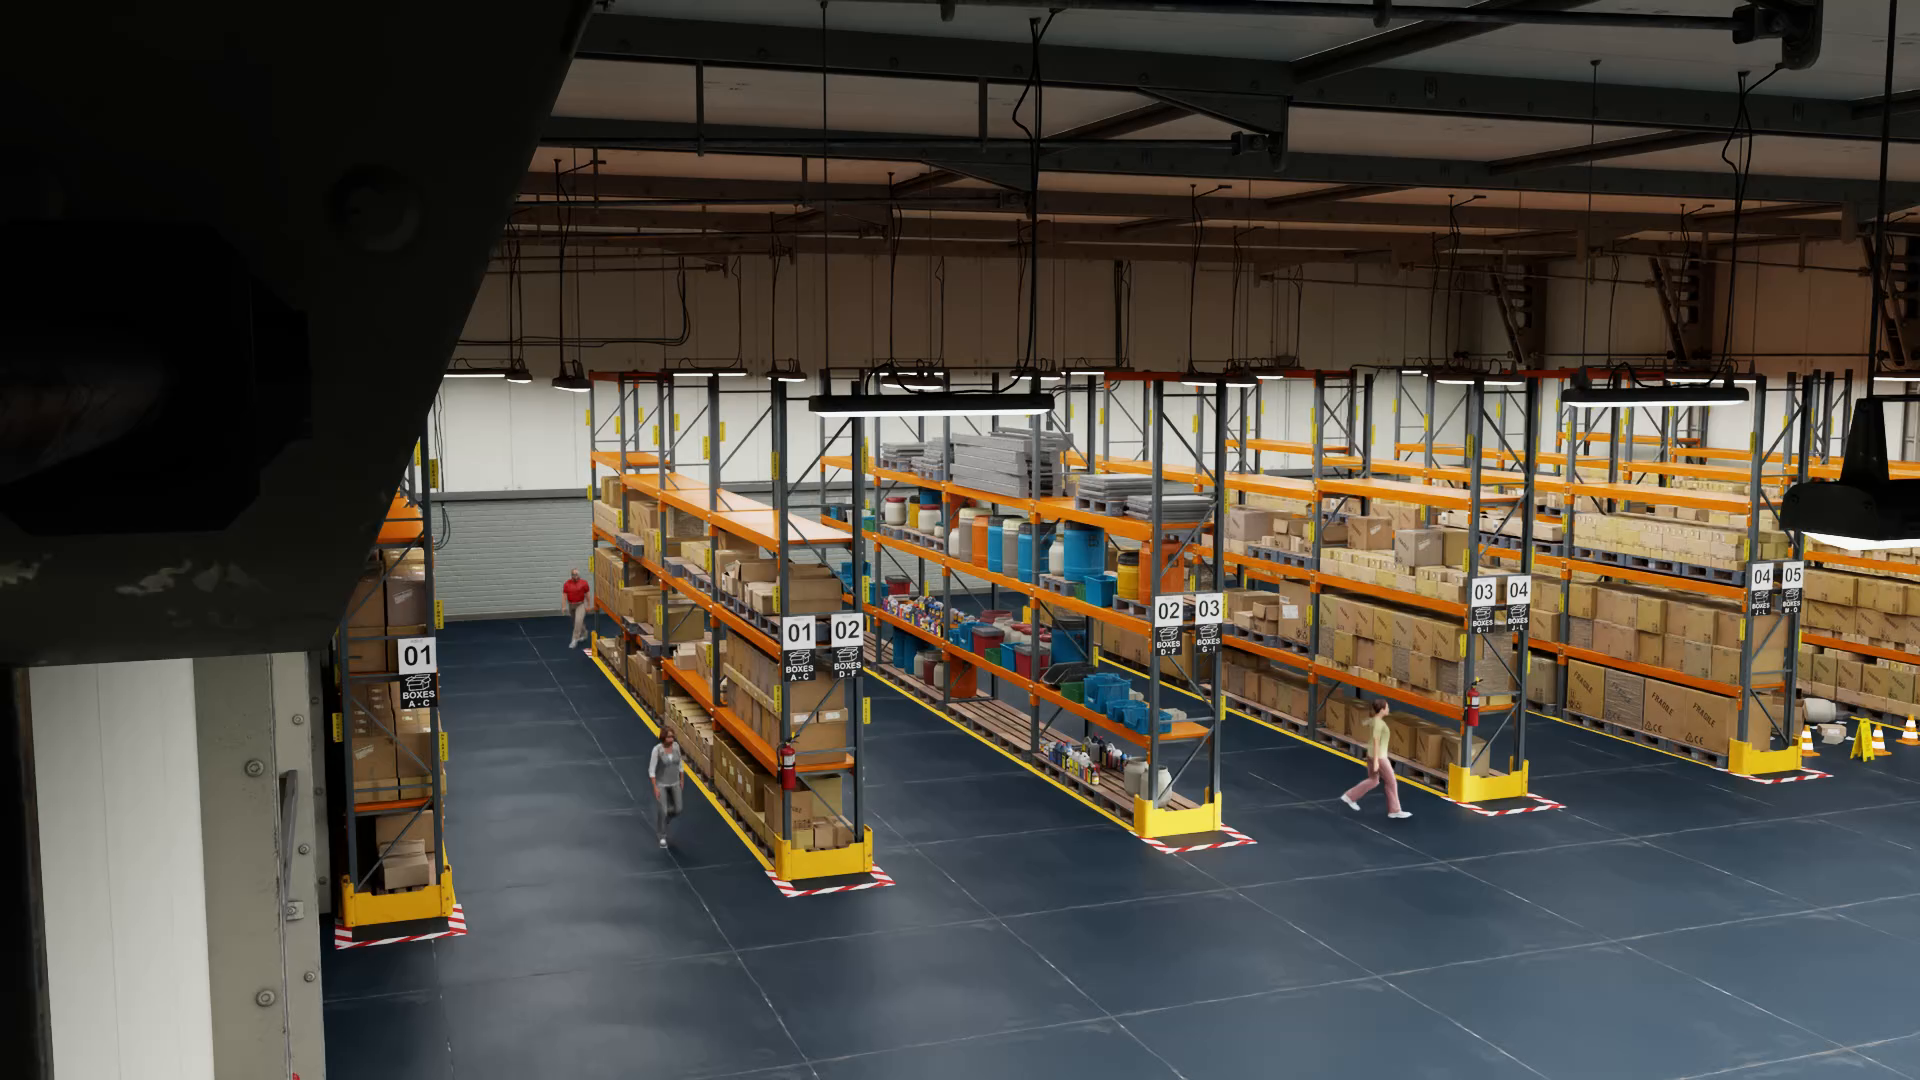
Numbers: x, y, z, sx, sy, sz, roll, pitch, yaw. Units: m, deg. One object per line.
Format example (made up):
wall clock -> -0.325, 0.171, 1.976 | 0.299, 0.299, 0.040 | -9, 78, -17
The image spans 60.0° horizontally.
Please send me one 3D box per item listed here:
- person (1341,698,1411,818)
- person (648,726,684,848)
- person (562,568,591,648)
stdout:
person -> 5.705, 2.972, 22.792 | 0.922, 1.635, 0.484 | 0, 6, 3
person -> -3.819, 3.166, 21.512 | 0.500, 1.580, 0.482 | -4, 8, -33
person -> -8.363, 1.444, 36.154 | 0.518, 1.660, 1.071 | 2, 7, 19
